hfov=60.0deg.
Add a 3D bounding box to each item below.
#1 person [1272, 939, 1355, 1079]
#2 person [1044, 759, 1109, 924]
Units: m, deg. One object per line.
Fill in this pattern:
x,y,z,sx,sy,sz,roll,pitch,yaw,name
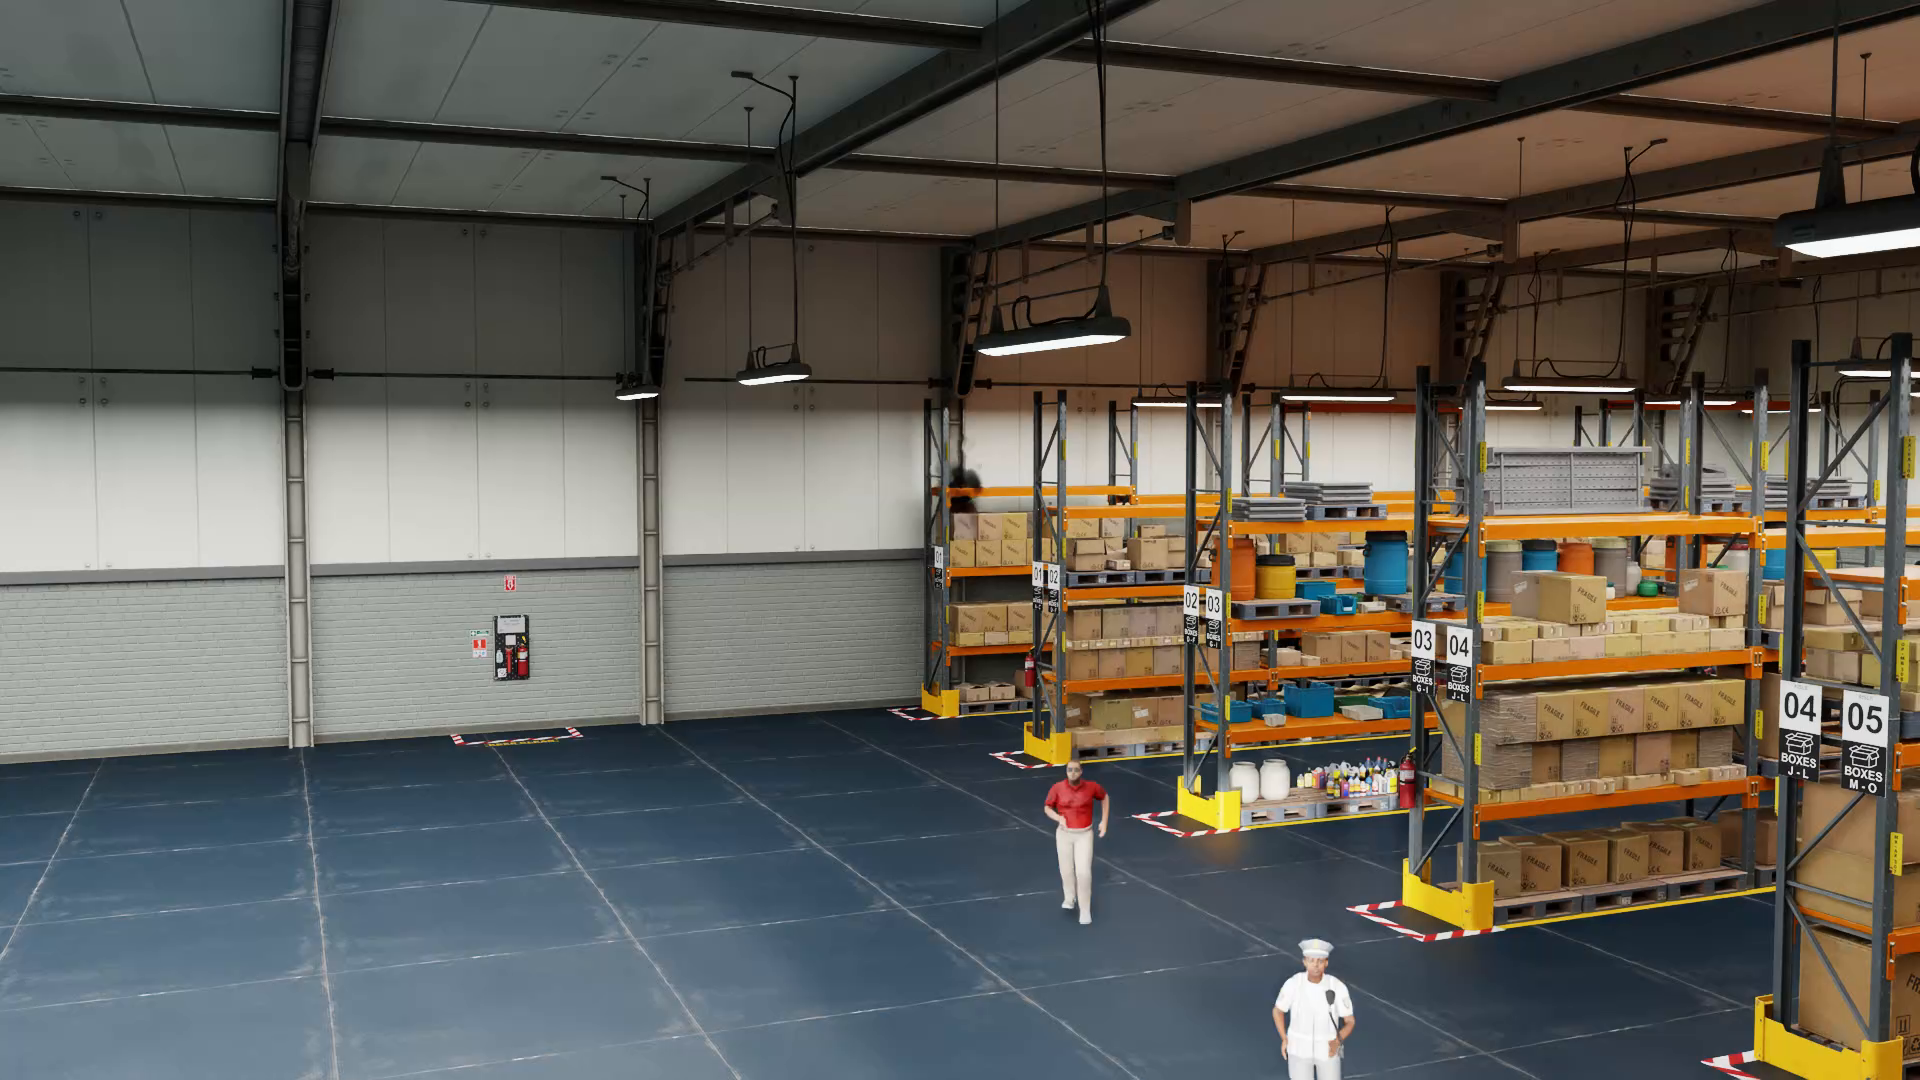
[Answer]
2.508,3.637,11.822,0.579,1.654,0.658,1,3,13,person
1.253,3.269,18.009,0.685,1.816,0.765,1,3,10,person
